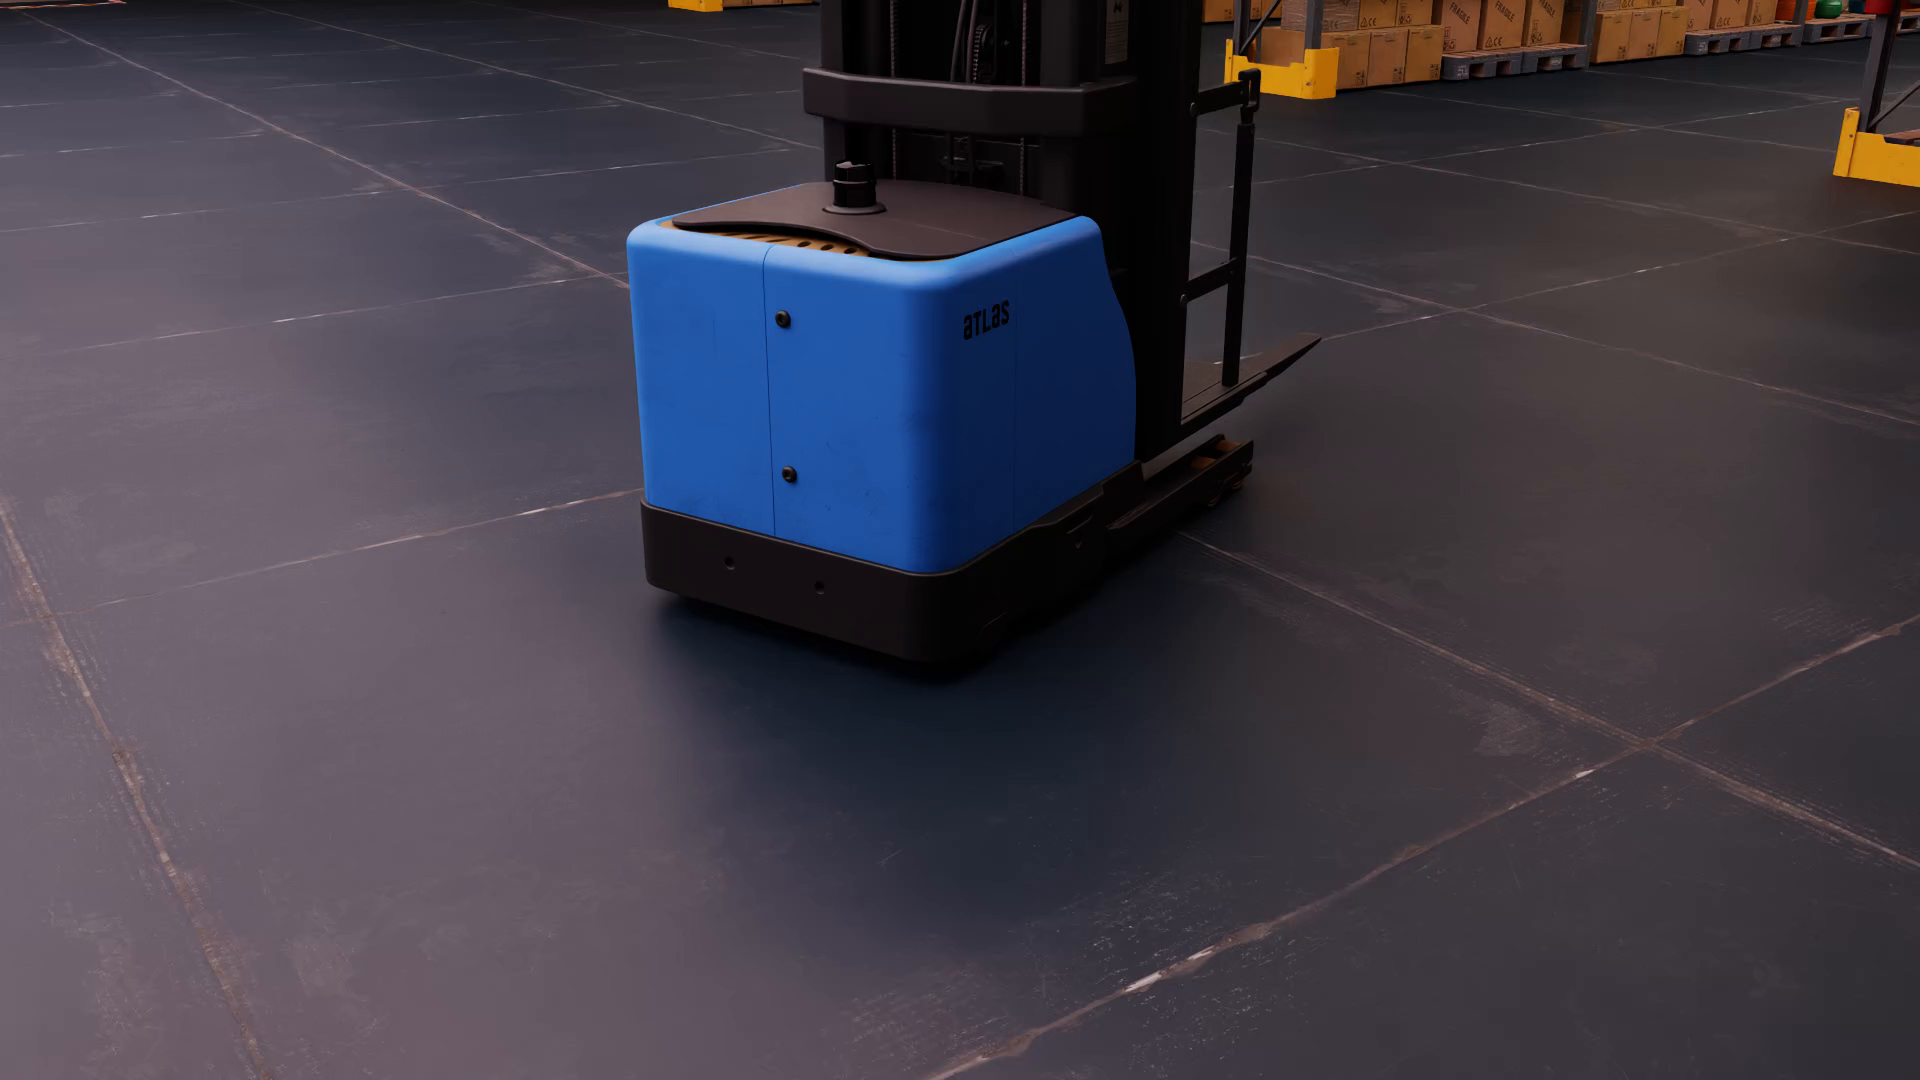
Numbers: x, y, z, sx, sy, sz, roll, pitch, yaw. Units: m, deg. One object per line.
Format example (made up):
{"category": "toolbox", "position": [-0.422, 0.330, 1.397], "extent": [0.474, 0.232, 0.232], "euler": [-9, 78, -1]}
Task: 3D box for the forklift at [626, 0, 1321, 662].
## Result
{"category": "forklift", "position": [0.329, -1.551, 5.087], "extent": [1.130, 2.935, 3.031], "euler": [14, 26, 30]}
